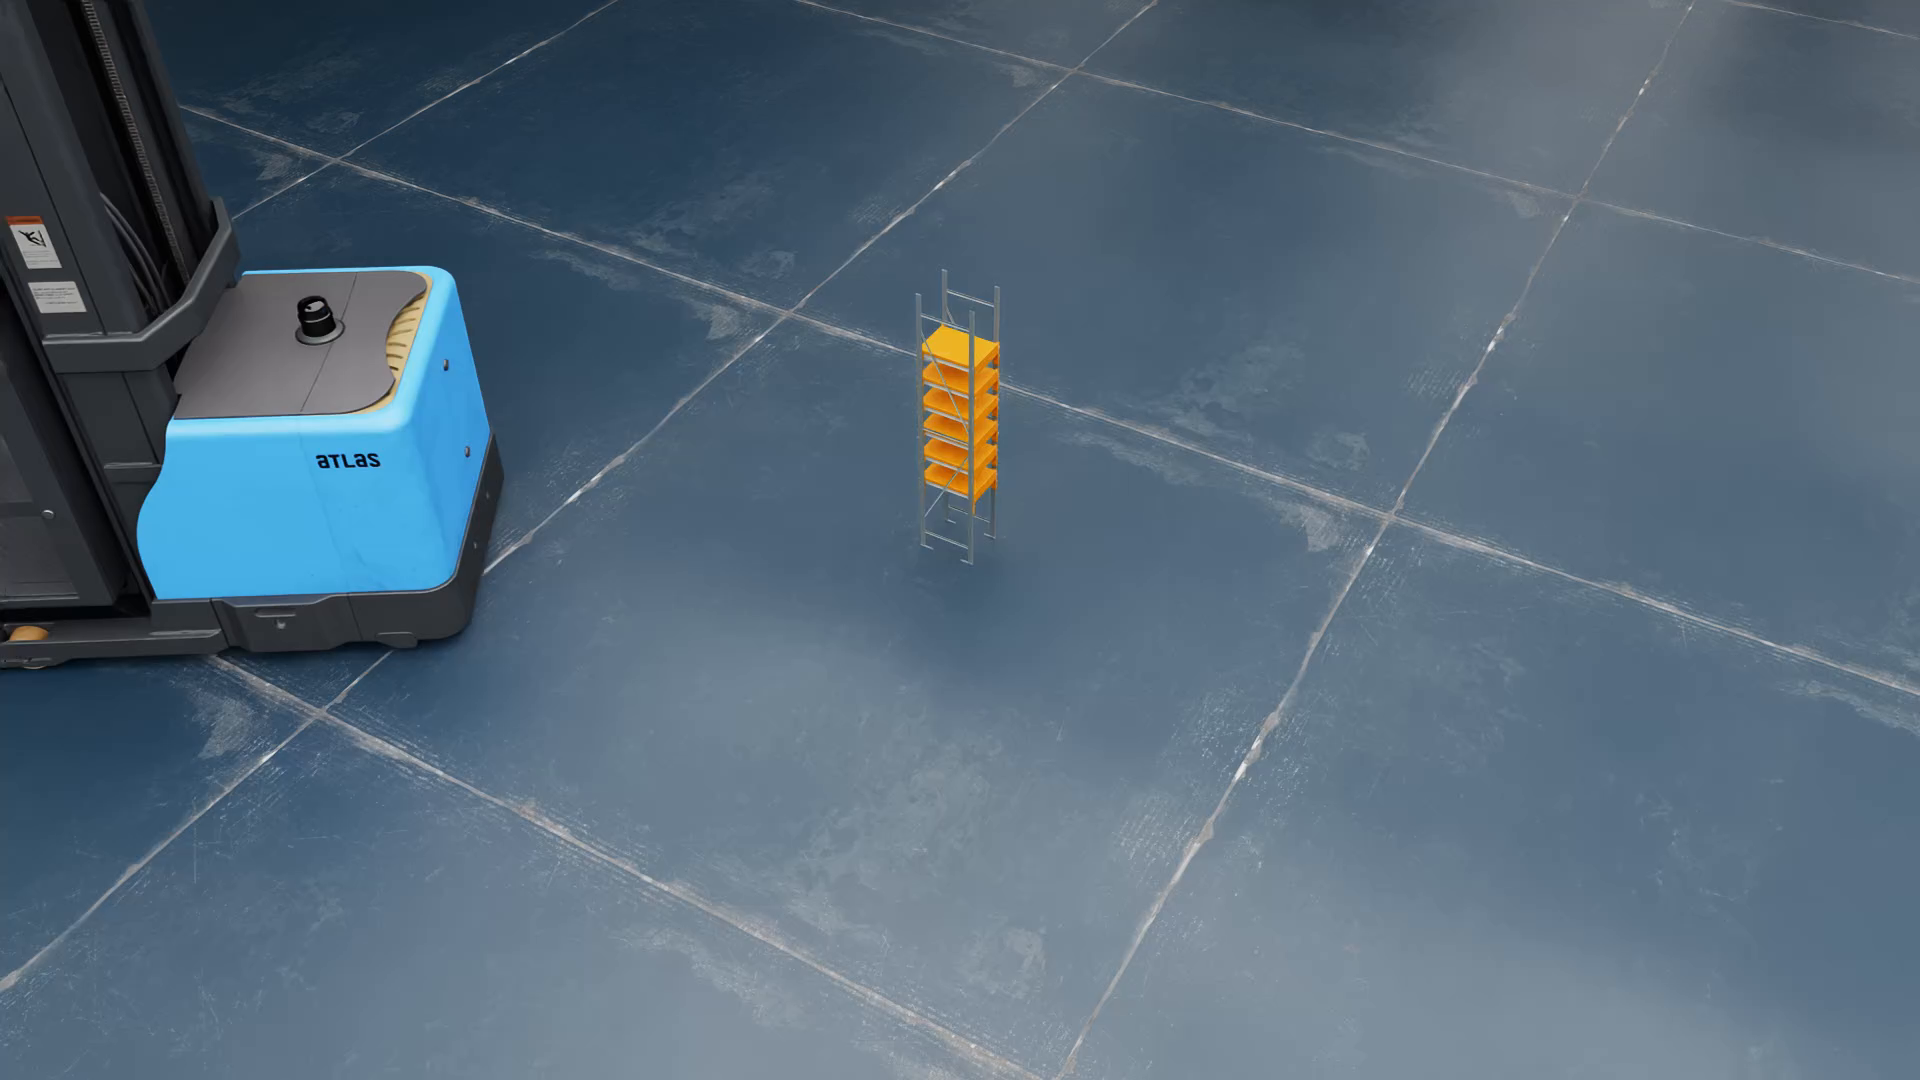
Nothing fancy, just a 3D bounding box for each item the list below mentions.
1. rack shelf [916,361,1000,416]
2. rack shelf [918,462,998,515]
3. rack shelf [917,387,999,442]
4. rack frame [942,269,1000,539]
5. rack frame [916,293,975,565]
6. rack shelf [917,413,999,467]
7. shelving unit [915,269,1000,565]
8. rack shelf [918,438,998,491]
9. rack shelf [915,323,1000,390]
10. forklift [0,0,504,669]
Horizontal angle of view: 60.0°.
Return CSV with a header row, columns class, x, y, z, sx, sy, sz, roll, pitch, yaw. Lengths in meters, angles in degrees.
class,x,y,z,sx,sy,sz,roll,pitch,yaw
rack shelf,-0.007,-0.589,6.215,0.258,0.103,0.180,21,45,22
rack shelf,-0.007,-0.229,6.532,0.258,0.103,0.180,21,45,22
rack shelf,-0.007,-0.499,6.294,0.258,0.103,0.180,21,45,22
rack frame,0.039,-0.494,6.404,0.240,1.200,0.006,21,45,22
rack frame,-0.053,-0.390,6.285,0.240,1.200,0.006,21,45,22
rack shelf,-0.007,-0.409,6.373,0.258,0.103,0.180,21,45,22
shelving unit,-0.007,-0.442,6.344,0.258,1.200,0.189,21,45,22
rack shelf,-0.007,-0.319,6.453,0.258,0.103,0.180,21,45,22
rack shelf,-0.007,-0.679,6.135,0.258,0.103,0.180,21,45,22
forklift,-3.392,-0.973,5.637,3.031,2.935,1.130,-2,41,-2
